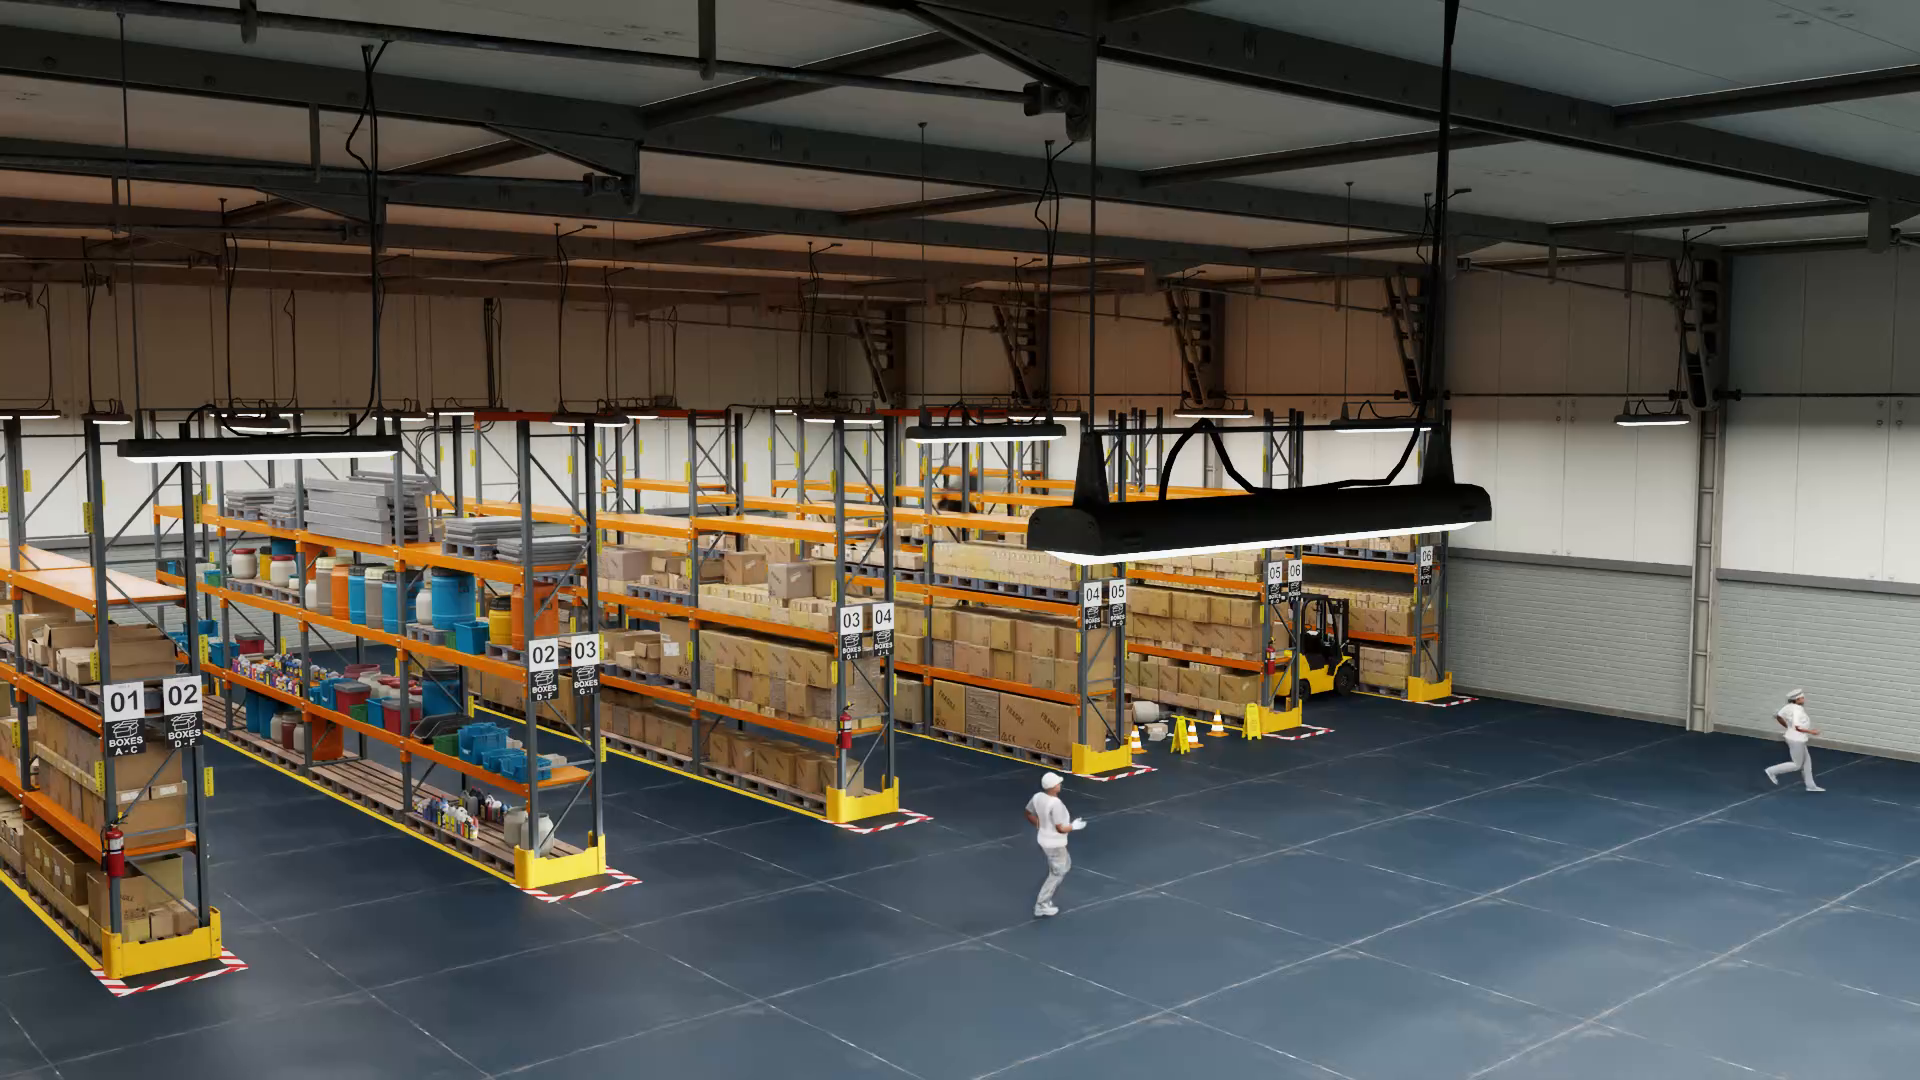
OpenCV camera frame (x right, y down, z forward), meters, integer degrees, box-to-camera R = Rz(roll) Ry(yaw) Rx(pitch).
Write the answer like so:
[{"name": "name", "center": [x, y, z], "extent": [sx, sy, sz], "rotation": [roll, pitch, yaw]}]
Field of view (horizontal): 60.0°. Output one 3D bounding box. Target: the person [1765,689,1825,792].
[{"name": "person", "center": [13.280, 3.176, 26.416], "extent": [0.934, 1.666, 0.595], "rotation": [1, 5, 11]}]

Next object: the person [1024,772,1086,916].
[{"name": "person", "center": [1.180, 3.678, 20.163], "extent": [0.633, 1.767, 0.662], "rotation": [-2, 5, -19]}]
